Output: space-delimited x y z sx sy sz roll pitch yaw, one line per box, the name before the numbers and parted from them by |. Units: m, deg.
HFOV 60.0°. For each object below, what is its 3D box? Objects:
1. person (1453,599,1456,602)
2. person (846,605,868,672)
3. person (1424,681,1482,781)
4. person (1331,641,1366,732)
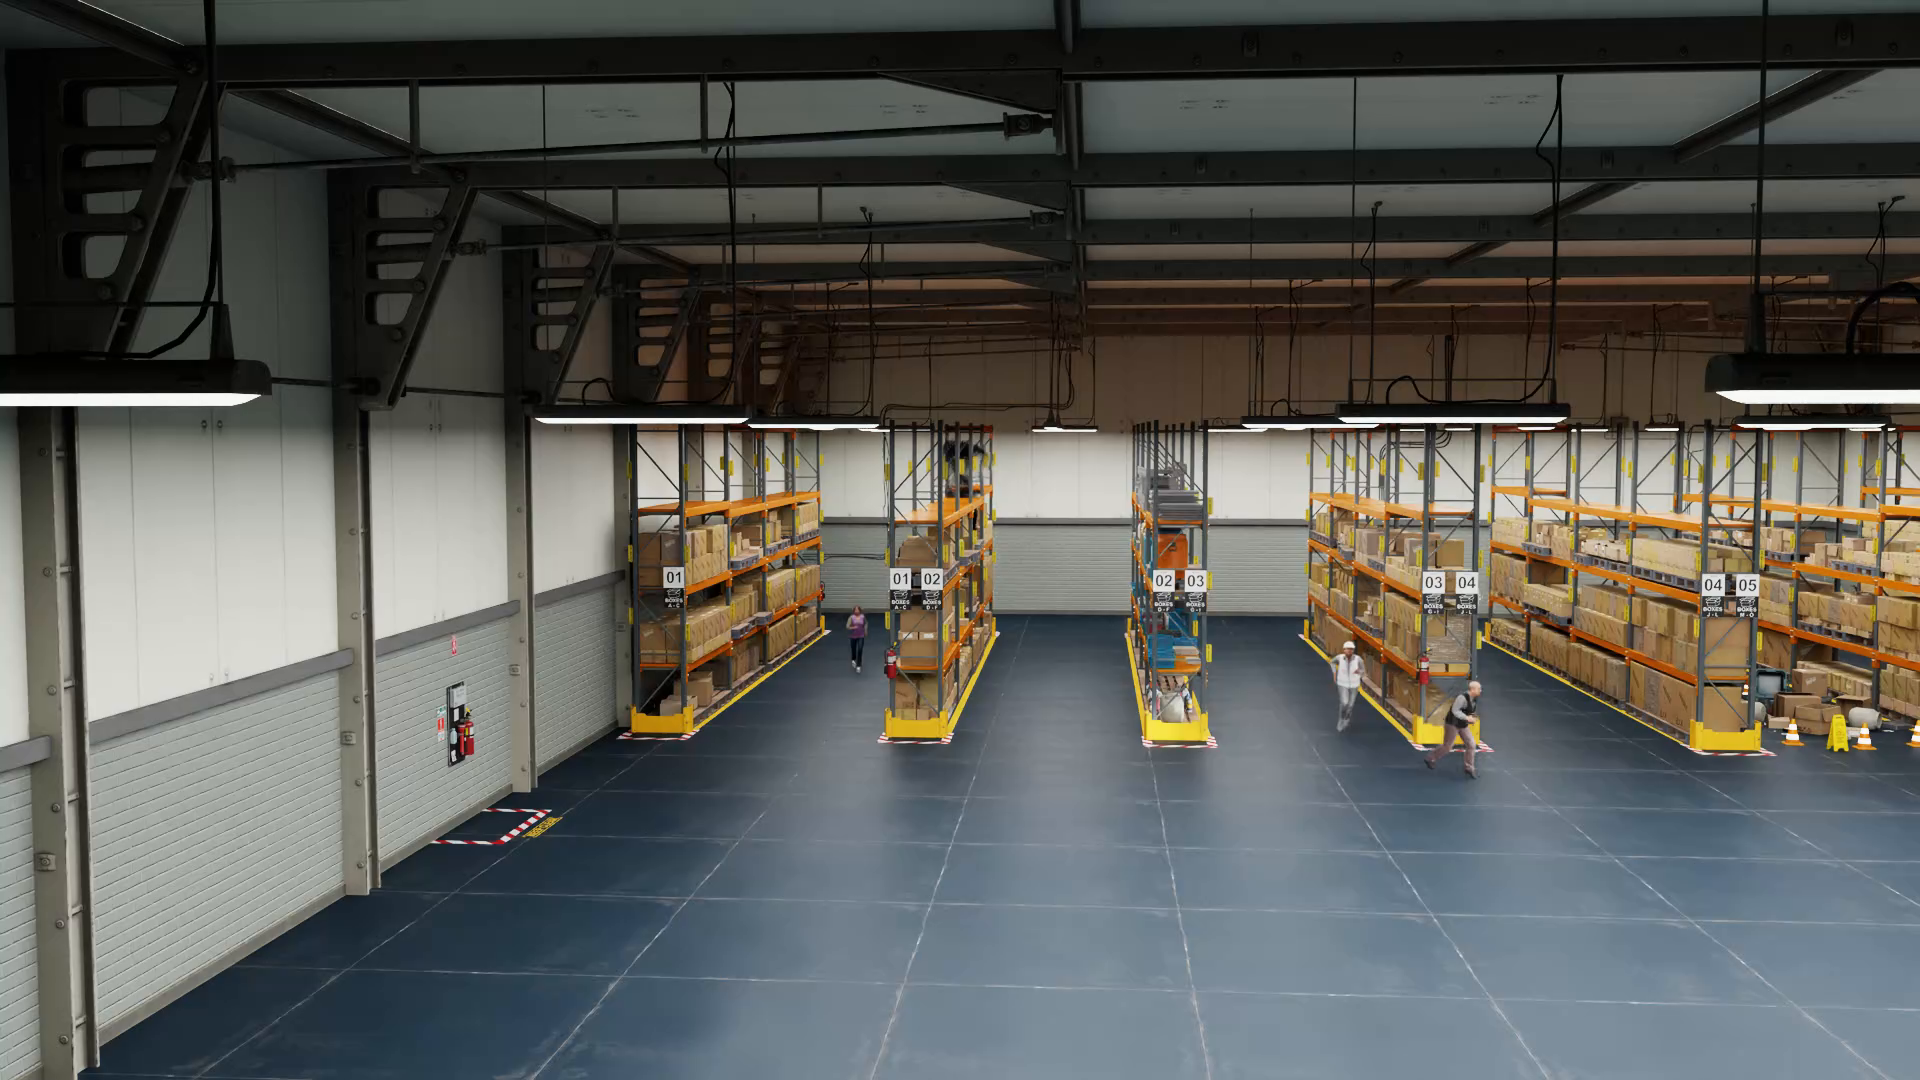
person | 14.066 1.946 46.904 0.504 1.620 0.640 -2 4 -31
person | -2.489 2.360 40.182 0.537 1.586 0.881 0 4 -8
person | 8.259 3.163 27.855 0.993 1.683 0.700 3 5 41
person | 7.482 2.819 32.043 0.627 1.773 0.842 0 4 4
